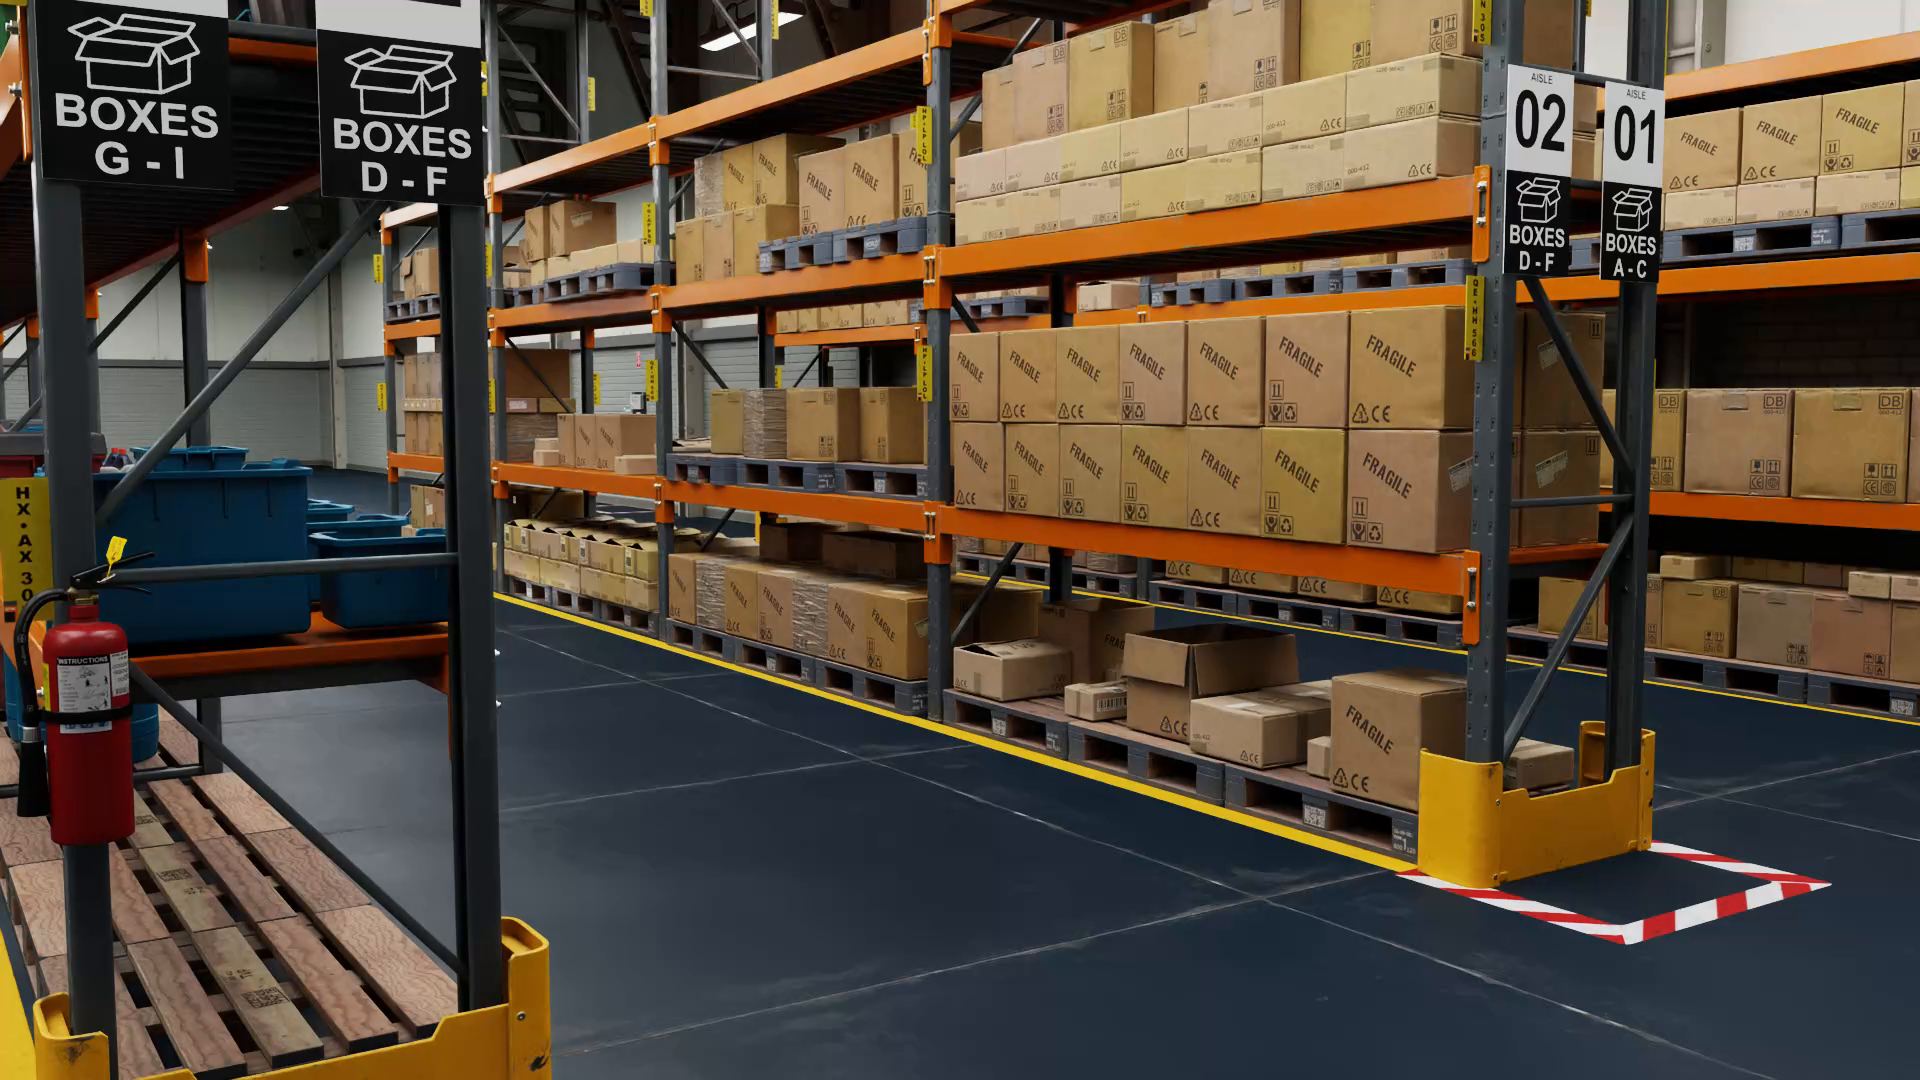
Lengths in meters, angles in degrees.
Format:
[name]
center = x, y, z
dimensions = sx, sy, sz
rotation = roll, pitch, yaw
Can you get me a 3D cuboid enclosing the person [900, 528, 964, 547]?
[person]
center = -0.299, -0.151, 15.095
dimensions = 0.524, 1.594, 0.889
rotation = -2, 5, -18
